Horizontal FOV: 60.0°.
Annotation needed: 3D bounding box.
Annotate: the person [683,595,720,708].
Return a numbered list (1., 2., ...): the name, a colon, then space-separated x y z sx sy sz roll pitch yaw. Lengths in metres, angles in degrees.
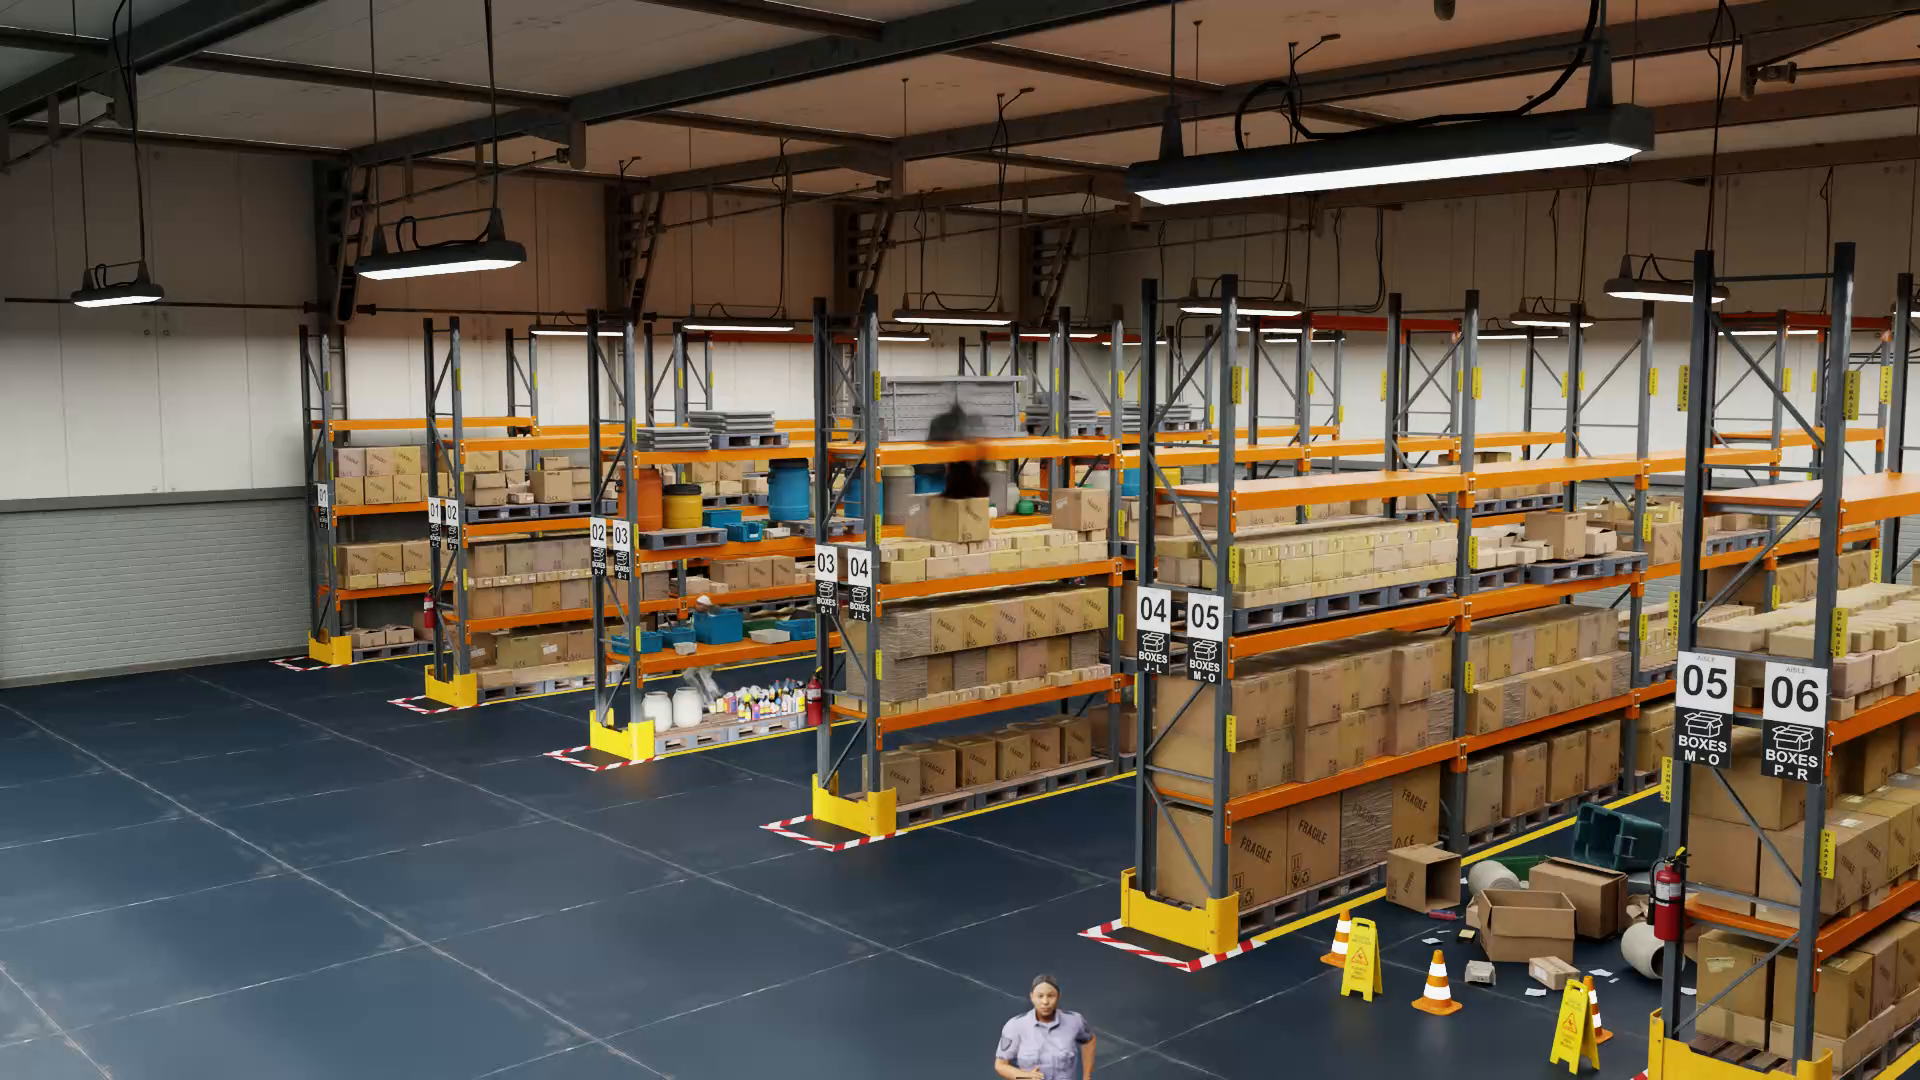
1. person: -3.942 1.749 25.303 0.629 1.823 0.660 -5 8 -43

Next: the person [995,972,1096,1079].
1. person: 0.503 3.357 9.748 0.595 1.652 0.904 0 6 3

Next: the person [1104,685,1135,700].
1. person: 2.375 1.832 24.376 0.671 1.801 0.728 5 7 38
